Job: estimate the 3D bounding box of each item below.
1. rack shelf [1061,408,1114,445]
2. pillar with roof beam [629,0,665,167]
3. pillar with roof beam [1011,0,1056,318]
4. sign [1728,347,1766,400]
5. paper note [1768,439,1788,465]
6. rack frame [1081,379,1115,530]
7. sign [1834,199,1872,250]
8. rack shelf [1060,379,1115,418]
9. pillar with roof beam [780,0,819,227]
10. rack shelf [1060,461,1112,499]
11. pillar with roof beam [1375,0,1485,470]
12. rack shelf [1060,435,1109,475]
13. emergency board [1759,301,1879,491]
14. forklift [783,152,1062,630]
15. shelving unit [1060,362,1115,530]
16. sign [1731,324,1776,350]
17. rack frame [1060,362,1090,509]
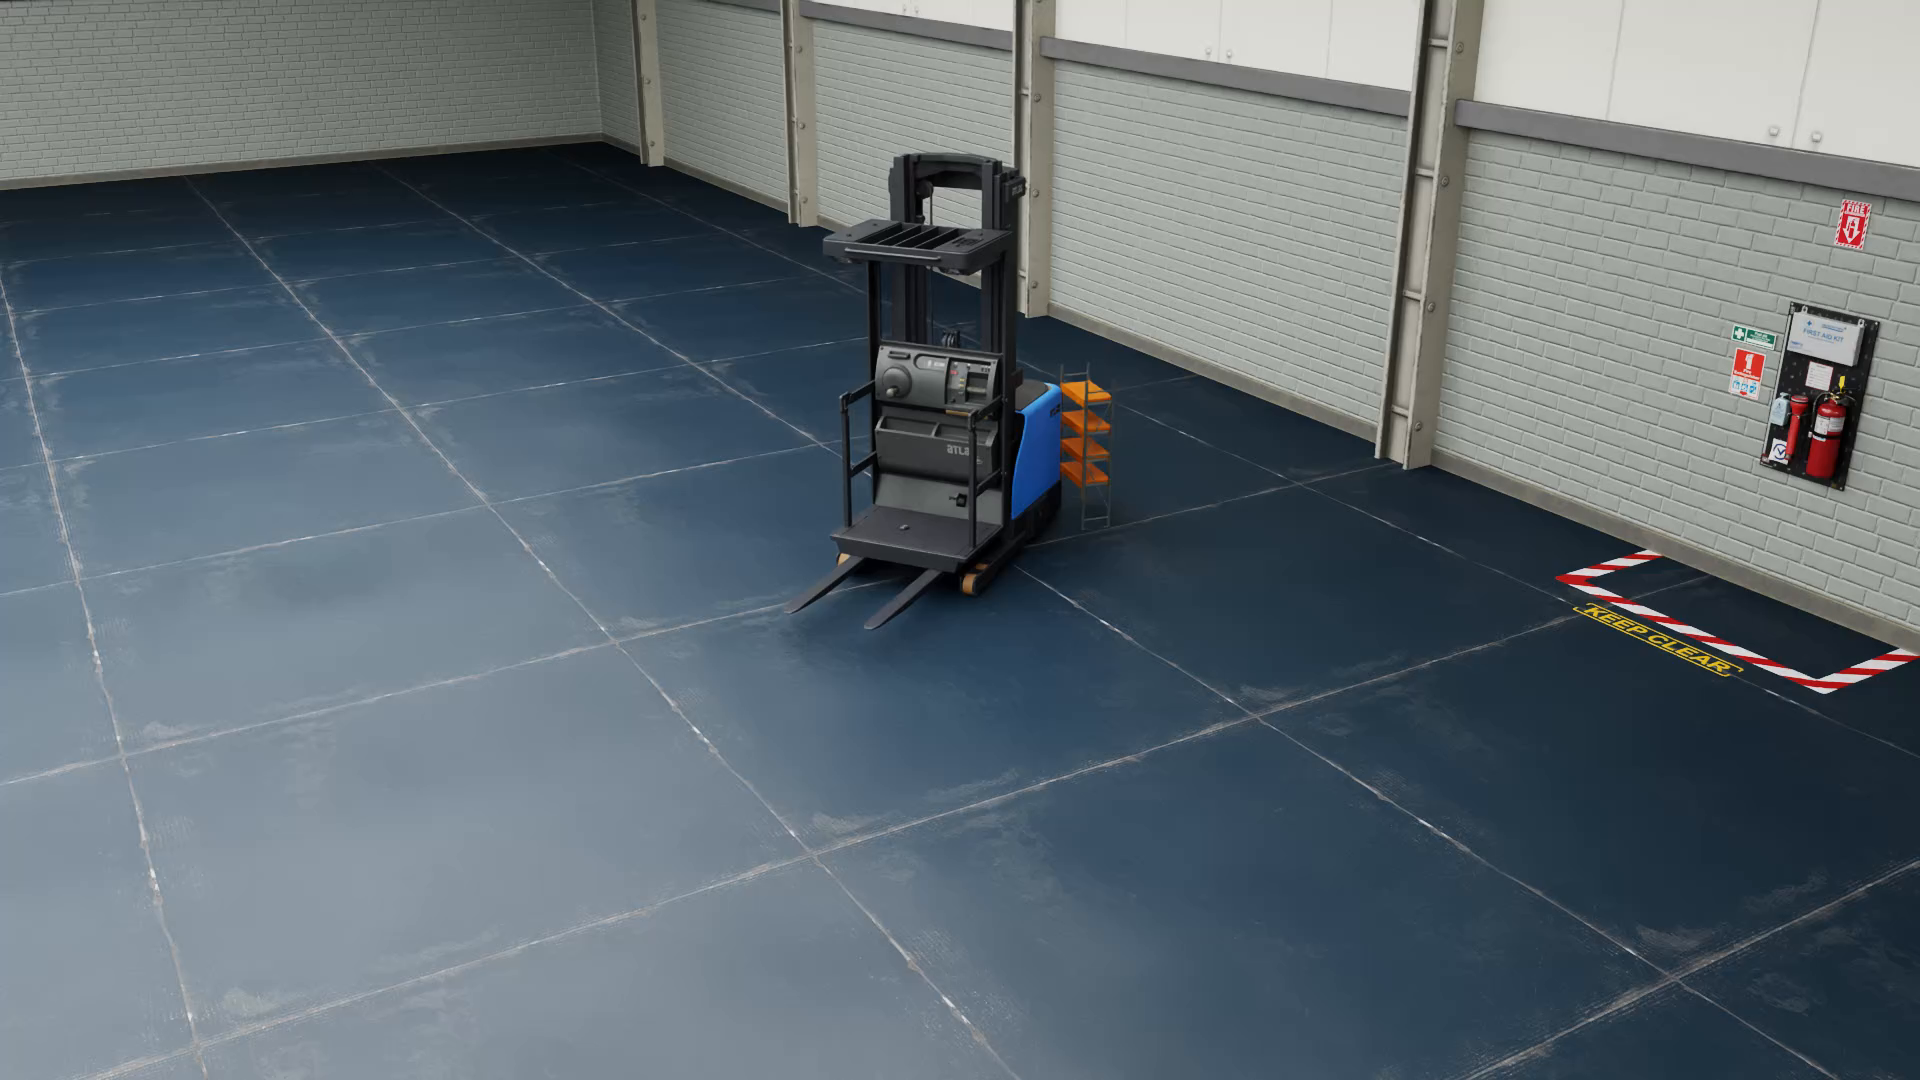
[{"bbox_3d":[0.983,-0.879,12.965,0.258,0.148,0.480,-7,23,-17],"label":"rack shelf"},{"bbox_3d":[-9.024,-9.863,25.127,9.100,9.000,0.400,-13,25,-28],"label":"pillar with roof beam"},{"bbox_3d":[-2.894,-5.979,15.570,9.100,9.000,0.400,-13,25,-28],"label":"pillar with roof beam"},{"bbox_3d":[5.513,-1.166,11.649,0.001,0.329,0.234,-13,25,-28],"label":"sign"},{"bbox_3d":[5.676,-0.613,11.506,0.016,0.148,0.142,-13,25,-28],"label":"paper note"},{"bbox_3d":[1.061,-0.647,12.810,0.240,1.200,0.015,-7,23,-17],"label":"rack frame"},{"bbox_3d":[5.789,-2.046,10.783,0.001,0.298,0.199,-13,25,-28],"label":"sign"},{"bbox_3d":[0.983,-1.098,12.876,0.258,0.148,0.480,-7,23,-17],"label":"rack shelf"},{"bbox_3d":[-5.959,-7.921,20.349,9.100,9.000,0.400,-13,25,-28],"label":"pillar with roof beam"},{"bbox_3d":[0.983,-0.488,13.124,0.258,0.148,0.480,-7,23,-17],"label":"rack shelf"},{"bbox_3d":[0.171,-4.037,10.792,9.100,9.000,0.400,-13,25,-28],"label":"pillar with roof beam"},{"bbox_3d":[0.983,-0.672,13.049,0.258,0.148,0.480,-7,23,-17],"label":"rack shelf"},{"bbox_3d":[5.707,-0.950,11.166,0.194,1.169,0.643,-13,25,-28],"label":"emergency board"},{"bbox_3d":[-0.256,-1.142,11.729,1.130,2.935,3.031,10,24,22],"label":"forklift"},{"bbox_3d":[0.983,-0.734,13.024,0.258,1.200,0.503,-7,23,-17],"label":"shelving unit"},{"bbox_3d":[5.508,-1.408,11.541,0.001,0.109,0.331,-13,25,-28],"label":"sign"},{"bbox_3d":[0.905,-0.821,13.238,0.240,1.200,0.015,-7,23,-17],"label":"rack frame"}]
